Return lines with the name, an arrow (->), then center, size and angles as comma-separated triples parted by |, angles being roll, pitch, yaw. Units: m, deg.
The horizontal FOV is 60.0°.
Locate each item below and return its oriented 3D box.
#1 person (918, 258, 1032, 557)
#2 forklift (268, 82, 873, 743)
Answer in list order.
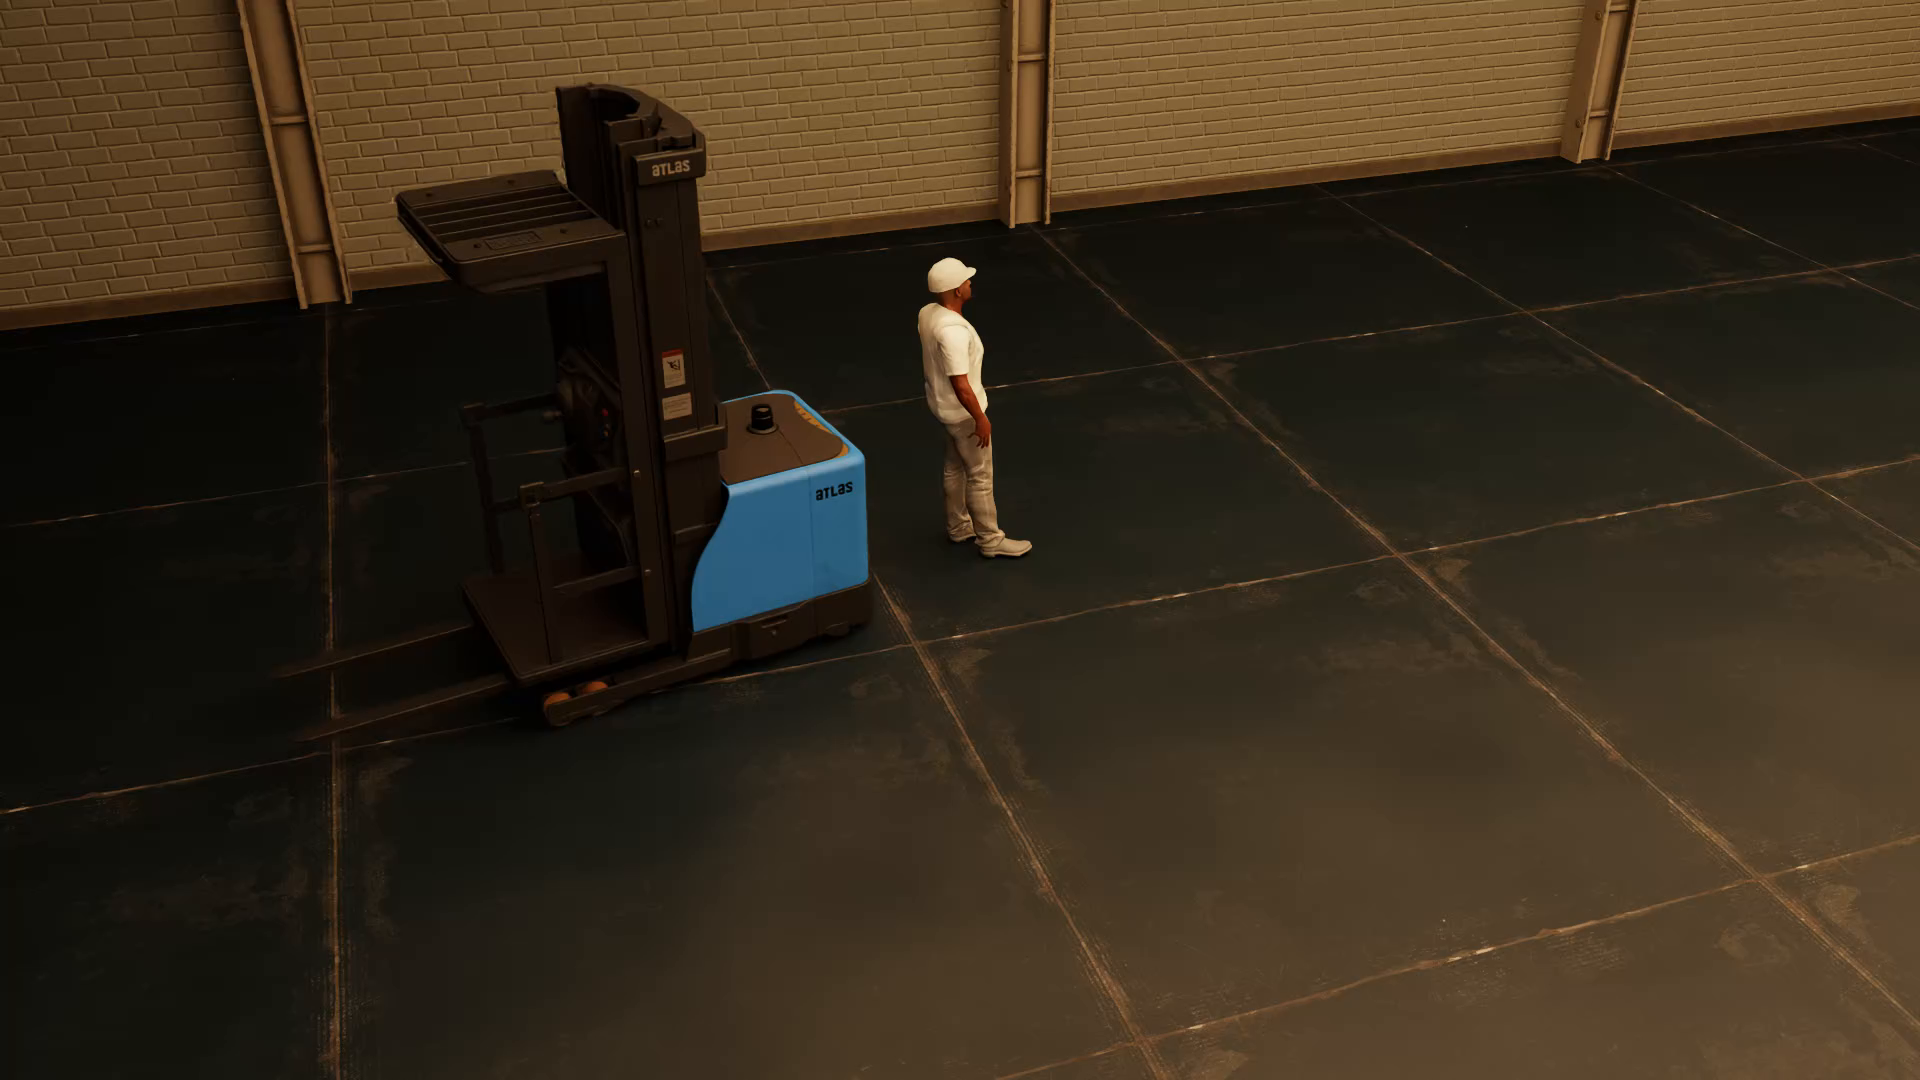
person -> 0.068, -0.780, 9.597 | 0.575, 1.768, 0.666 | -10, 31, -16
forklift -> -2.019, -0.633, 8.187 | 3.031, 2.935, 1.130 | -16, 34, -25
